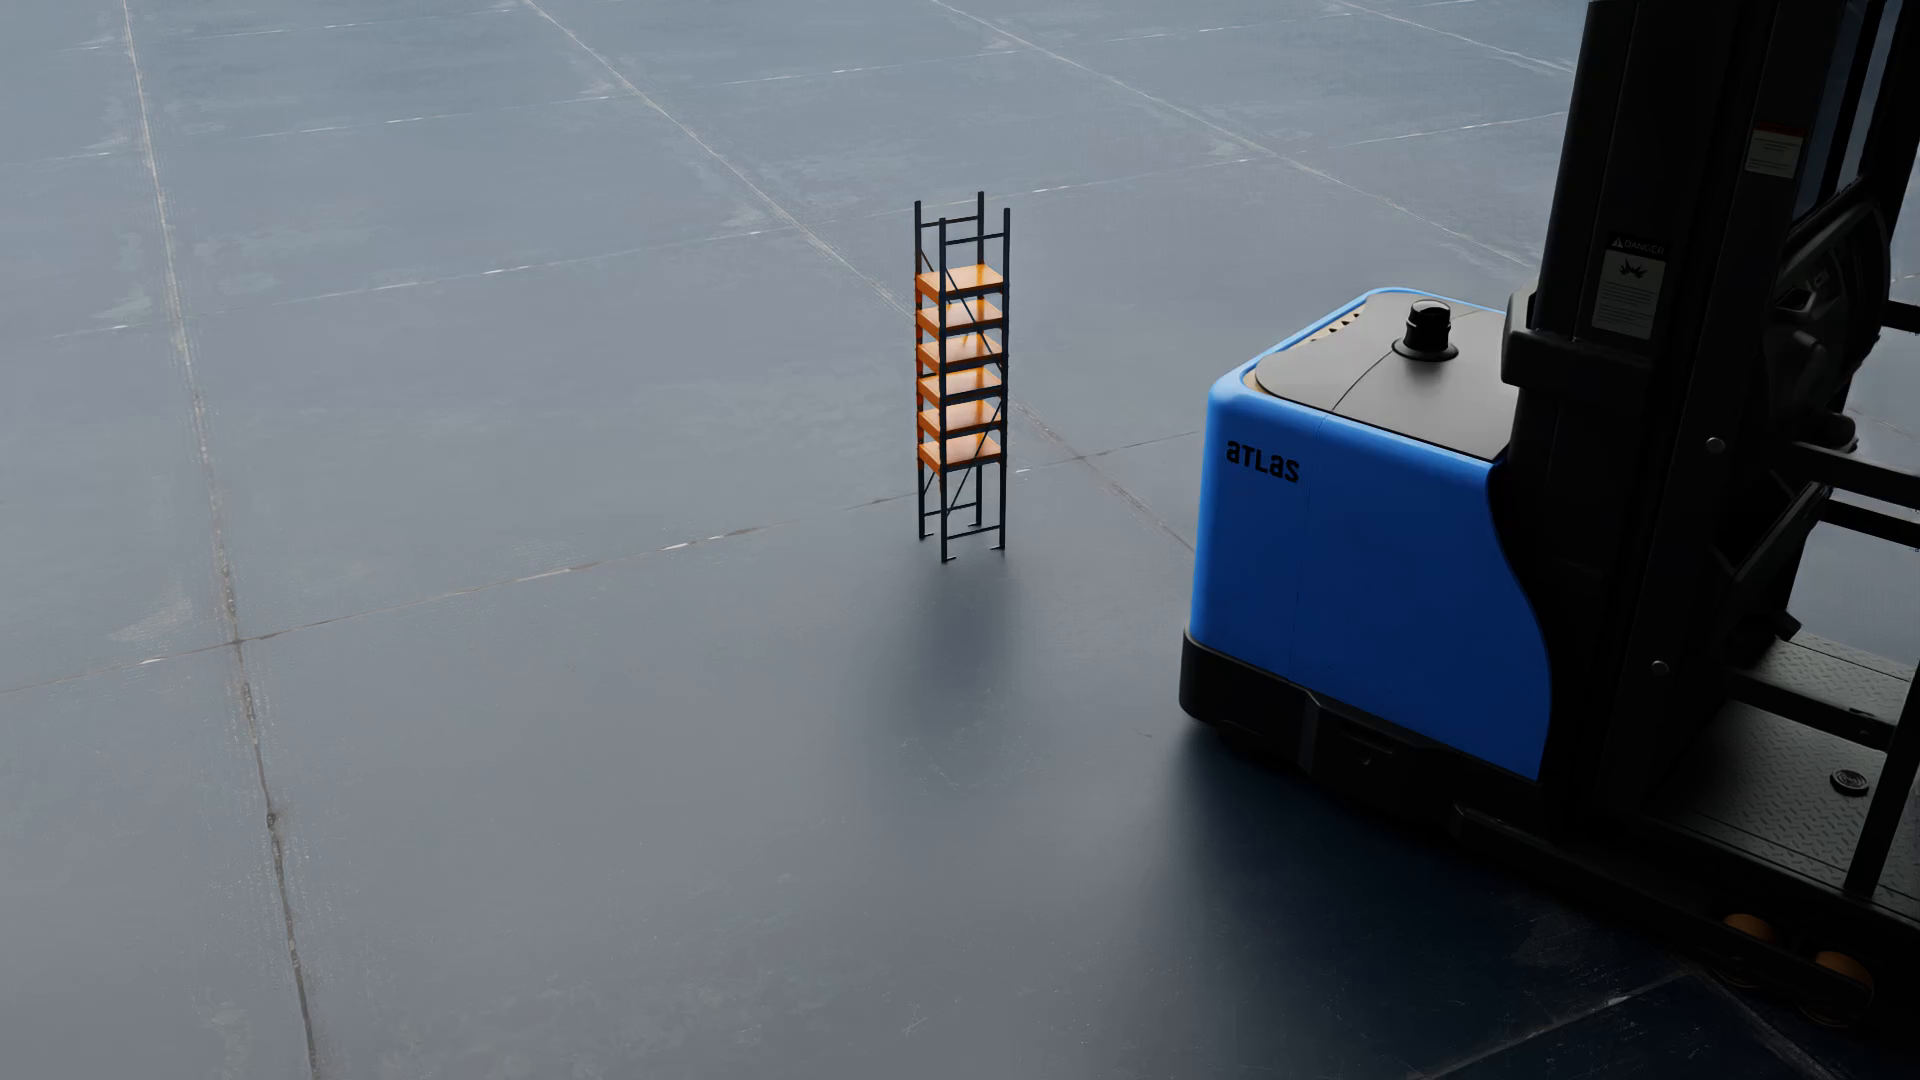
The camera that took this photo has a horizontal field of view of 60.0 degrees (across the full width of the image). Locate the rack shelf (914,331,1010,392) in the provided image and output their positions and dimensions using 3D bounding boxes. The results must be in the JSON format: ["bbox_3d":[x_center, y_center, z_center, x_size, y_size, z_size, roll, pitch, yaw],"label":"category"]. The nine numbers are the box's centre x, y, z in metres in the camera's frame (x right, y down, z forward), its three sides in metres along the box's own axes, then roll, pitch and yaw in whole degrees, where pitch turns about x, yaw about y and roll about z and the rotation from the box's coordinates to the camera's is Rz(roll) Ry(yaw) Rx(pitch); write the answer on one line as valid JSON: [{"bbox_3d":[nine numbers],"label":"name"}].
[{"bbox_3d":[0.006,-0.583,5.408,0.258,0.103,0.180,-13,32,-22],"label":"rack shelf"}]

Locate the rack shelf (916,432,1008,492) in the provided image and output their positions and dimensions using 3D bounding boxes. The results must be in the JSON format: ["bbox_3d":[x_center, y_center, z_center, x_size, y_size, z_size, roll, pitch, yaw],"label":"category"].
[{"bbox_3d":[0.006,-0.269,5.584,0.258,0.103,0.180,-13,32,-22],"label":"rack shelf"}]

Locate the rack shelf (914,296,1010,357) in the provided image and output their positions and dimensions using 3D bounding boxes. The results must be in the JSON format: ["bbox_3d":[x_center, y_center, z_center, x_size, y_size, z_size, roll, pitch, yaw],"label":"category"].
[{"bbox_3d":[0.006,-0.688,5.349,0.258,0.103,0.180,-13,32,-22],"label":"rack shelf"}]

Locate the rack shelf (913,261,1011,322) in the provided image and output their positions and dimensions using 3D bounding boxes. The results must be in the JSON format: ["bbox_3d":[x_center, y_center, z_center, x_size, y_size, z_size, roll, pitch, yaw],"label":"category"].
[{"bbox_3d":[0.006,-0.792,5.291,0.258,0.103,0.180,-13,32,-22],"label":"rack shelf"}]

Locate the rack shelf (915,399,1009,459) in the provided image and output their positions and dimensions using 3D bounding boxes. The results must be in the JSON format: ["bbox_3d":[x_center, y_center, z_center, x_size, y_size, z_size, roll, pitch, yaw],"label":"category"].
[{"bbox_3d":[0.006,-0.374,5.526,0.258,0.103,0.180,-13,32,-22],"label":"rack shelf"}]

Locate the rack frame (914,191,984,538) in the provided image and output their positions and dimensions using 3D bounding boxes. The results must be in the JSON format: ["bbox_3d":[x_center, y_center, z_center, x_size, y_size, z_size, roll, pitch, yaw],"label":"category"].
[{"bbox_3d":[-0.033,-0.557,5.517,0.240,1.200,0.006,-13,32,-22],"label":"rack frame"}]

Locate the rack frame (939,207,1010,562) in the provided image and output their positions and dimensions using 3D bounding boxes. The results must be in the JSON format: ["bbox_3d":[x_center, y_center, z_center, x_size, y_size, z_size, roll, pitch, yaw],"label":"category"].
[{"bbox_3d":[0.046,-0.477,5.373,0.240,1.200,0.006,-13,32,-22],"label":"rack frame"}]

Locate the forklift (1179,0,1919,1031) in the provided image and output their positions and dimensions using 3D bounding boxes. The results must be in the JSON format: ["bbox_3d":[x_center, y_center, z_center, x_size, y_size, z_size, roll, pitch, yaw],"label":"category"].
[{"bbox_3d":[2.084,-0.467,3.586,3.031,2.935,1.130,22,36,34],"label":"forklift"}]

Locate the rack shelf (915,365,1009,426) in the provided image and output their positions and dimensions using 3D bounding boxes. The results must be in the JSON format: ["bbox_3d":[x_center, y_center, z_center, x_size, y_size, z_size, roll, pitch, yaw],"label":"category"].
[{"bbox_3d":[0.006,-0.478,5.467,0.258,0.103,0.180,-13,32,-22],"label":"rack shelf"}]

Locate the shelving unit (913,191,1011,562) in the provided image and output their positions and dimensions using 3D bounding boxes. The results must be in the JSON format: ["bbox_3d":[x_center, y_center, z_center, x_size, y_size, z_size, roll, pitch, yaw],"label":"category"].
[{"bbox_3d":[0.006,-0.517,5.445,0.258,1.200,0.189,-13,32,-22],"label":"shelving unit"}]
